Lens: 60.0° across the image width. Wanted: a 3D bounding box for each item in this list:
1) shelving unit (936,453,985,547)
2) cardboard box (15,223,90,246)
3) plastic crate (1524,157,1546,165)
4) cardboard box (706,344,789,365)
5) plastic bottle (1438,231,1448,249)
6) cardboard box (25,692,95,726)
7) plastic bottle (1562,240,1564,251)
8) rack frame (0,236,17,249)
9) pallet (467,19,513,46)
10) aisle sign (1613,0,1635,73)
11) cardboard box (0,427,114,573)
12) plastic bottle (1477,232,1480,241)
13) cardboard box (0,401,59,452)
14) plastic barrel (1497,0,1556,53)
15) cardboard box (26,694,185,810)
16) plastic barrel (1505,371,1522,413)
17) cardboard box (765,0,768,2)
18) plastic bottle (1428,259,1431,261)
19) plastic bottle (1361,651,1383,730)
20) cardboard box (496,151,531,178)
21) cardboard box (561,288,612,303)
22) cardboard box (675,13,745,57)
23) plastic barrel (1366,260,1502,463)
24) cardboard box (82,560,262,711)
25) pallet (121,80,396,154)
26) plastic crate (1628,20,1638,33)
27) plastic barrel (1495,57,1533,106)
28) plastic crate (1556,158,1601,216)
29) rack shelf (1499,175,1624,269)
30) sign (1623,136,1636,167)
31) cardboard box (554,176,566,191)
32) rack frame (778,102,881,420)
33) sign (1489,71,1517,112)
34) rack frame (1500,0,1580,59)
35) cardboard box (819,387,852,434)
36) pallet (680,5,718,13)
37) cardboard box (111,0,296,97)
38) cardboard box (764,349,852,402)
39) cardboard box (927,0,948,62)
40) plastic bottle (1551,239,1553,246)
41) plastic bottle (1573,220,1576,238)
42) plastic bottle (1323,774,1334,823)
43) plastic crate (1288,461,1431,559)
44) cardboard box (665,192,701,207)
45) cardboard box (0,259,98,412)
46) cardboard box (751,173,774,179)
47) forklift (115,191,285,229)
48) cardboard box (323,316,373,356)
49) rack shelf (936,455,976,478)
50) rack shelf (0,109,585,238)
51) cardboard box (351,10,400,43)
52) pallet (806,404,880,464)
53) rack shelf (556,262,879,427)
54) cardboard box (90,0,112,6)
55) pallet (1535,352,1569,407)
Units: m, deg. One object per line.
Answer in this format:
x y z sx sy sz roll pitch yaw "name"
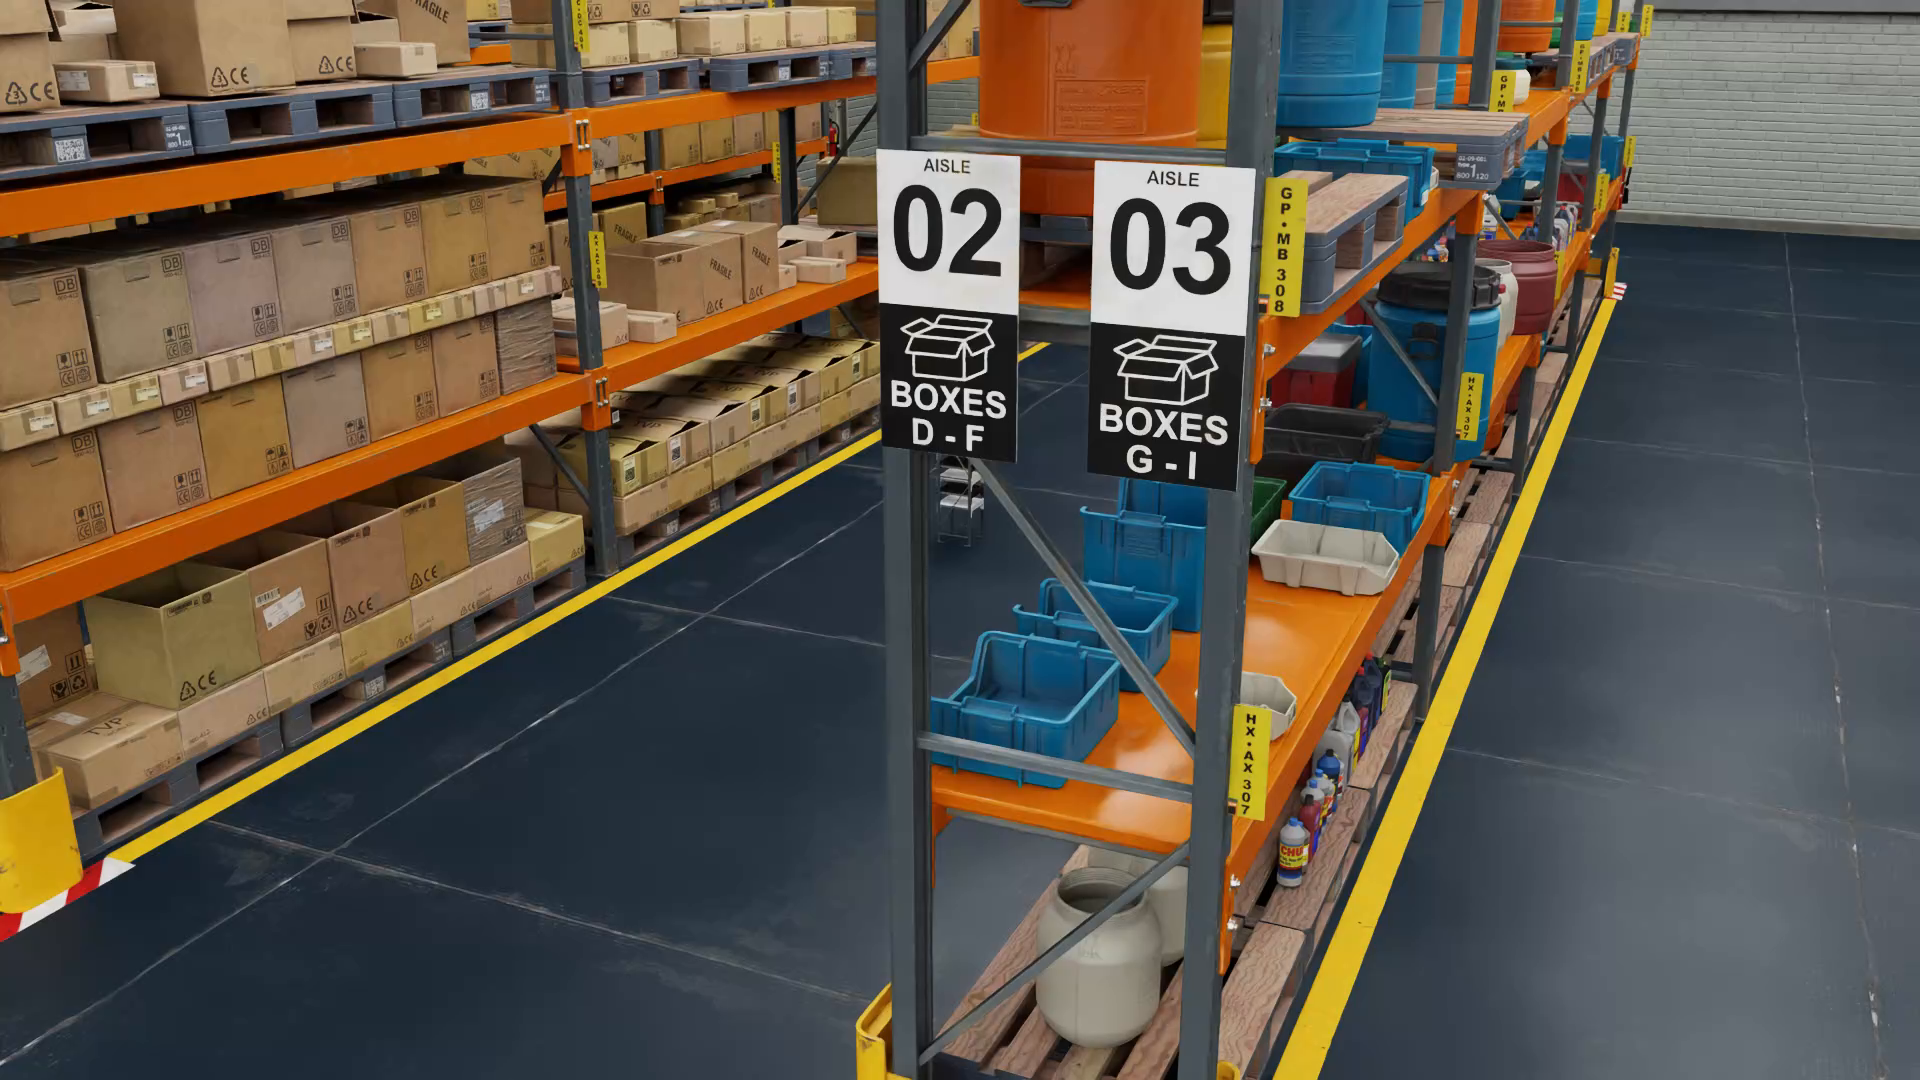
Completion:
0.003 -0.426 10.825 0.258 0.900 0.210 9 21 23 "shelving unit"
-6.892 -2.342 12.273 0.700 0.500 0.500 9 21 23 "cardboard box"
6.149 -3.964 17.798 0.416 0.233 0.300 9 21 23 "plastic crate"
-1.663 -1.366 12.974 0.500 0.311 0.500 8 21 21 "cardboard box"
3.789 -2.277 13.069 0.061 0.283 0.133 9 21 23 "plastic bottle"
-4.299 0.858 7.558 0.500 0.250 0.500 9 21 23 "cardboard box"
4.882 -2.419 13.589 0.097 0.201 0.097 0 20 0 "plastic bottle"
-7.132 -1.937 11.939 1.000 3.000 0.127 9 21 23 "rack frame"
-4.823 -5.030 16.442 1.003 0.211 1.213 10 22 25 "pallet"
7.117 -5.453 17.944 0.394 0.787 0.004 9 21 23 "aisle sign"
-4.046 -0.224 6.972 0.700 0.500 0.500 9 21 23 "cardboard box"
4.150 -2.408 13.456 0.097 0.271 0.097 0 20 0 "plastic bottle"
-3.892 -0.479 6.721 0.380 0.149 0.250 8 21 22 "cardboard box"
3.780 -3.787 11.396 0.600 0.830 0.708 9 21 23 "plastic barrel"
-3.827 0.929 7.358 0.500 0.250 0.500 9 21 23 "cardboard box"
4.192 -1.359 13.286 0.600 0.588 0.708 9 21 23 "plastic barrel"
-2.488 -6.773 20.509 0.500 0.250 0.500 8 21 21 "cardboard box"
3.479 -1.992 12.391 0.097 0.201 0.097 0 20 0 "plastic bottle"
1.906 0.700 7.822 0.144 0.351 0.185 8 21 21 "plastic bottle"
-4.634 -3.780 16.499 0.500 0.500 0.500 8 21 22 "cardboard box"
-2.419 -1.489 10.880 0.396 0.266 0.258 8 21 21 "cardboard box"
-1.772 -3.375 11.103 0.500 0.250 0.500 7 21 18 "cardboard box"
2.341 -0.890 8.248 0.600 0.901 0.708 9 21 23 "plastic barrel"
-3.624 0.422 7.663 0.500 0.500 0.500 9 21 23 "cardboard box"
-3.438 -1.994 7.755 1.003 0.211 1.213 9 21 23 "pallet"
6.677 -5.219 17.006 0.450 0.188 0.336 9 21 23 "plastic crate"
3.237 -2.728 9.892 0.301 0.262 0.301 0 20 0 "plastic barrel"
5.777 -3.320 15.643 0.402 0.464 0.583 9 21 23 "plastic crate"
6.001 -3.296 16.833 1.077 0.370 4.000 9 21 23 "rack shelf"
7.329 -4.252 18.206 0.100 0.325 0.005 9 21 23 "sign"
-4.296 -3.749 17.379 0.380 0.149 0.250 8 21 21 "cardboard box"
-0.973 -2.481 13.469 1.000 3.000 0.127 9 21 23 "rack frame"
2.404 -1.916 7.390 0.100 0.325 0.005 9 21 23 "sign"
3.544 -4.627 10.549 1.000 3.000 0.127 9 21 23 "rack frame"
-1.174 -1.031 12.869 0.500 0.250 0.500 8 21 22 "cardboard box"
-3.511 -6.003 19.027 1.003 0.211 1.213 9 21 23 "pallet"
-3.320 -2.230 7.301 0.500 0.500 0.500 9 21 23 "cardboard box"
-1.170 -1.294 12.771 0.500 0.311 0.500 8 21 22 "cardboard box"
-0.616 -4.235 13.776 0.910 0.500 0.500 9 21 23 "cardboard box"
4.531 -2.180 12.797 0.061 0.283 0.133 9 21 23 "plastic bottle"
5.293 -2.726 14.452 0.097 0.201 0.097 0 20 0 "plastic bottle"
1.517 1.079 6.977 0.097 0.201 0.097 0 20 0 "plastic bottle"
1.701 -0.132 7.085 0.499 0.251 0.616 9 21 23 "plastic crate"
-3.375 -4.148 20.291 0.380 0.149 0.250 8 21 21 "cardboard box"
-4.025 -0.851 6.800 0.700 0.500 0.500 9 21 23 "cardboard box"
-2.545 -4.769 22.038 0.380 0.149 0.250 9 21 23 "cardboard box"
-5.345 -1.667 11.281 3.031 2.935 1.130 8 21 21 "forklift"
-3.154 -1.029 8.268 0.380 0.149 0.250 9 22 24 "cardboard box"
0.003 -0.480 10.806 0.258 0.077 0.200 9 21 23 "rack shelf"
-3.430 -1.721 7.929 1.077 0.370 4.000 9 21 23 "rack shelf"
-3.279 -2.611 8.654 0.500 0.311 0.500 7 21 20 "cardboard box"
-1.346 -0.921 13.244 1.003 0.211 1.213 9 21 23 "pallet"
-1.792 -1.531 11.870 1.077 0.370 4.000 9 21 23 "rack shelf"
-6.330 -4.128 12.848 0.500 0.500 0.500 8 21 21 "cardboard box"
4.828 -1.479 14.813 1.003 0.211 1.213 9 21 23 "pallet"
